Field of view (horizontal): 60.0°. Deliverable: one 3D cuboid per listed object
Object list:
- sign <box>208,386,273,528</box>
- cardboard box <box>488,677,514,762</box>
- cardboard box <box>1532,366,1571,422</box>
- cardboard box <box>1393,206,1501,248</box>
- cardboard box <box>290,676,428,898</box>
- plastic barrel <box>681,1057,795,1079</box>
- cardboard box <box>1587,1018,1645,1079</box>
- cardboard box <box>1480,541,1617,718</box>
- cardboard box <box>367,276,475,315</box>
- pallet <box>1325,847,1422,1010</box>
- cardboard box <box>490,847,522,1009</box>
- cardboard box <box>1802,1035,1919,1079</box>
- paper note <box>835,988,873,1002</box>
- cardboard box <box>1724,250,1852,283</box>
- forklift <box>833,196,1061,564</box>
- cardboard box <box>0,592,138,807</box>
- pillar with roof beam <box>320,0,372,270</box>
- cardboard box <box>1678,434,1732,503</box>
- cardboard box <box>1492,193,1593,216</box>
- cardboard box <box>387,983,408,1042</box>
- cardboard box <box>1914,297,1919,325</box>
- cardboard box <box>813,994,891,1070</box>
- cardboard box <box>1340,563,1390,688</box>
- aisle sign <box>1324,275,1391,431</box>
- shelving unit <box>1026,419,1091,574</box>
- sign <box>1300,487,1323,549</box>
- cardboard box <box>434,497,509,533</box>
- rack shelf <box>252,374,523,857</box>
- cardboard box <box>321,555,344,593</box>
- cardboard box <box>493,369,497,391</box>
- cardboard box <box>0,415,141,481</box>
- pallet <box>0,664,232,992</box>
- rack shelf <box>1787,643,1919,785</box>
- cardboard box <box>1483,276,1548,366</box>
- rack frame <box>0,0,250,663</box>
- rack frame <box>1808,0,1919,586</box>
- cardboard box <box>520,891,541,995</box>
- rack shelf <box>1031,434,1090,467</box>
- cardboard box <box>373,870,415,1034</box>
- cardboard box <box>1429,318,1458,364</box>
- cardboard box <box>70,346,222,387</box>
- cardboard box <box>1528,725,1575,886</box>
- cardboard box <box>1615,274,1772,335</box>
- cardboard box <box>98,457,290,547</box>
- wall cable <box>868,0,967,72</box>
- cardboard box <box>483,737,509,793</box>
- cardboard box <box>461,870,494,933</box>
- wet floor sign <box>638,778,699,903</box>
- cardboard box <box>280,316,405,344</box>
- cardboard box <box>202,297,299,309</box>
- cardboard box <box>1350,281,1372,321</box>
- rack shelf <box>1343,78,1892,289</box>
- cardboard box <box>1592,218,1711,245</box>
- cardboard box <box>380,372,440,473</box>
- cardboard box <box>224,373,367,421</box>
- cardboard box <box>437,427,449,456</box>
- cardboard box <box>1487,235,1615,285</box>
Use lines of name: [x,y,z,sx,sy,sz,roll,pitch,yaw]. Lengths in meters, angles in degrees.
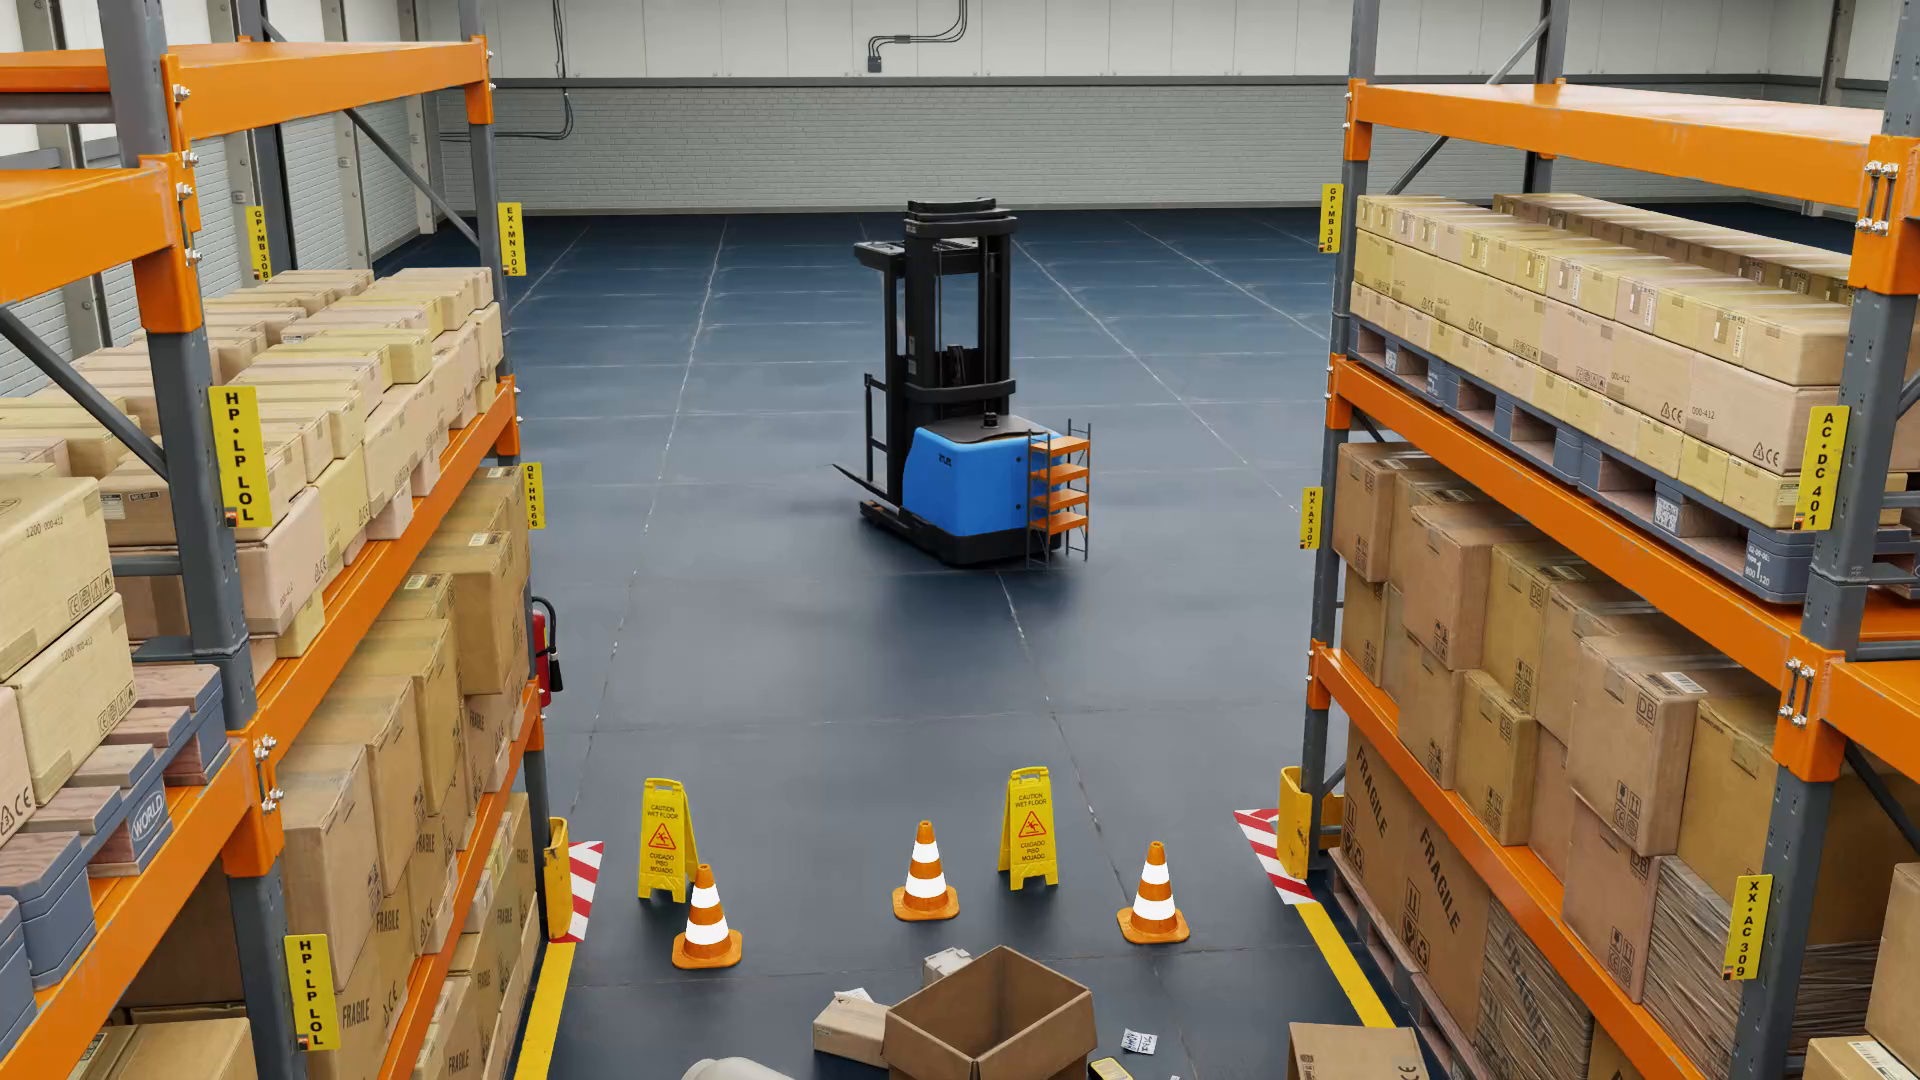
sign: [-1.612,-0.185,3.729,0.100,0.325,0.005,-2,18,-6]
cardboard box: [-2.199,0.620,7.030,0.500,0.500,0.500,-2,18,-6]
cardboard box: [2.261,-0.521,5.873,0.380,0.149,0.250,-2,18,-6]
cardboard box: [2.106,-1.355,7.198,0.380,0.149,0.250,-2,18,-6]
cardboard box: [-2.024,0.742,4.973,0.700,0.500,0.500,-2,18,-5]
plastic barrel: [-0.857,2.305,6.628,0.512,0.421,0.421,11,21,32]
cardboard box: [2.754,2.140,5.699,0.875,0.875,0.875,-2,17,-5]
cardboard box: [2.592,0.335,6.548,0.875,0.550,0.500,-2,18,-6]
cardboard box: [-2.259,-1.015,6.981,0.380,0.149,0.250,-1,17,-5]
pallet: [2.497,1.891,8.302,1.003,0.211,1.213,-2,18,-6]
cardboard box: [-2.177,1.647,7.060,0.500,0.500,0.500,-1,17,-4]
cardboard box: [2.536,1.633,4.299,0.500,0.500,0.500,-2,17,-5]
paper note: [-0.499,2.144,7.796,0.148,0.019,0.142,-8,19,-25]
cardboard box: [2.917,-0.922,5.817,0.380,0.149,0.250,-2,18,-6]
forklift: [-0.260,-1.592,14.854,1.130,2.935,3.031,-9,19,-26]
cardboard box: [-1.959,0.309,3.227,0.500,0.250,0.500,-2,18,-7]
pillar with roof beam: [-6.531,-9.248,29.112,9.100,9.000,0.400,-2,18,-6]
cardboard box: [2.368,-0.217,4.904,0.380,0.149,0.250,-1,17,-5]
cardboard box: [2.709,-1.525,7.741,0.380,0.149,0.250,-2,18,-5]
cardboard box: [-2.003,1.489,5.347,0.380,0.149,0.250,-1,17,-4]
cardboard box: [3.022,-0.619,4.852,0.380,0.149,0.250,-2,18,-6]
cardboard box: [-0.432,2.196,7.435,0.380,0.149,0.250,8,19,23]
cardboard box: [2.420,0.362,8.266,0.875,0.550,0.550,-2,18,-6]
aisle sign: [2.031,-0.928,8.284,0.394,0.787,0.004,-2,18,-6]
shelving unit: [0.819,-0.364,13.834,0.503,1.200,0.258,-16,24,-42]
sign: [1.784,-0.111,8.445,0.100,0.325,0.005,-2,18,-6]
cardboard box: [-2.262,0.137,6.899,0.700,0.500,0.500,-2,18,-5]
rack shelf: [-2.370,0.015,5.813,1.077,0.370,4.000,-2,18,-6]
cardboard box: [-2.045,0.062,4.885,0.380,0.149,0.250,-1,17,-4]
cardboard box: [-2.261,-0.706,7.330,0.380,0.149,0.250,-2,18,-5]
cardboard box: [-2.455,-0.236,4.500,0.380,0.149,0.250,-1,17,-4]
pallet: [-2.206,0.545,3.239,1.213,0.211,1.003,-2,18,-6]
rack shelf: [2.956,1.024,2.600,1.077,0.370,4.000,-2,18,-6]
cardboard box: [2.288,-0.822,6.167,0.500,0.250,0.500,-2,18,-6]
rack frame: [-2.164,-1.163,3.358,1.000,3.000,0.127,-2,18,-6]
rack frame: [2.749,-1.346,3.941,1.000,3.000,0.127,-2,18,-6]
cardboard box: [-2.223,1.859,7.638,0.500,0.250,0.500,-2,18,-6]
rack shelf: [0.819,-0.739,13.716,0.480,0.148,0.258,-16,24,-42]
cardboard box: [-2.007,1.221,5.116,0.500,0.500,0.500,-2,18,-6]
cardboard box: [2.158,-0.822,6.831,0.380,0.149,0.250,-2,18,-5]
cardboard box: [-2.669,-0.539,5.467,0.380,0.149,0.250,-2,17,-5]
cardboard box: [2.682,1.007,6.210,0.875,0.550,0.550,-2,18,-6]
cardboard box: [2.318,-0.747,5.262,0.380,0.149,0.250,-1,17,-5]
cardboard box: [-1.872,-0.096,4.057,0.380,0.149,0.250,-2,18,-7]
wall cable: [-0.976,-13.733,37.718,2.305,6.003,0.169,-2,18,-6]
cardboard box: [-2.127,0.957,7.040,0.380,0.149,0.250,-1,17,-5]
cardboard box: [-2.081,1.443,6.627,0.380,0.149,0.250,-1,17,-3]
wet floor sign: [-1.532,1.541,8.691,0.267,0.644,0.232,4,18,13]
cardboard box: [-2.221,-0.710,6.011,0.380,0.149,0.250,-2,18,-7]
cardboard box: [-2.785,-0.844,6.438,0.380,0.149,0.250,-2,18,-6]
cardboard box: [2.053,-1.123,7.789,0.380,0.149,0.250,-2,18,-5]
rack shelf: [2.543,-1.408,6.007,1.077,0.370,4.000,-2,18,-6]
cardboard box: [2.813,-1.223,6.778,0.380,0.149,0.250,-2,18,-5]
cardboard box: [-2.092,-0.395,5.674,0.500,0.250,0.500,-2,18,-5]
cardboard box: [-2.022,-0.403,5.035,0.380,0.149,0.250,-2,18,-7]
cardboard box: [-2.177,-0.402,6.363,0.380,0.149,0.250,-2,18,-6]
cardboard box: [2.211,-1.051,6.230,0.380,0.149,0.250,-2,17,-5]
